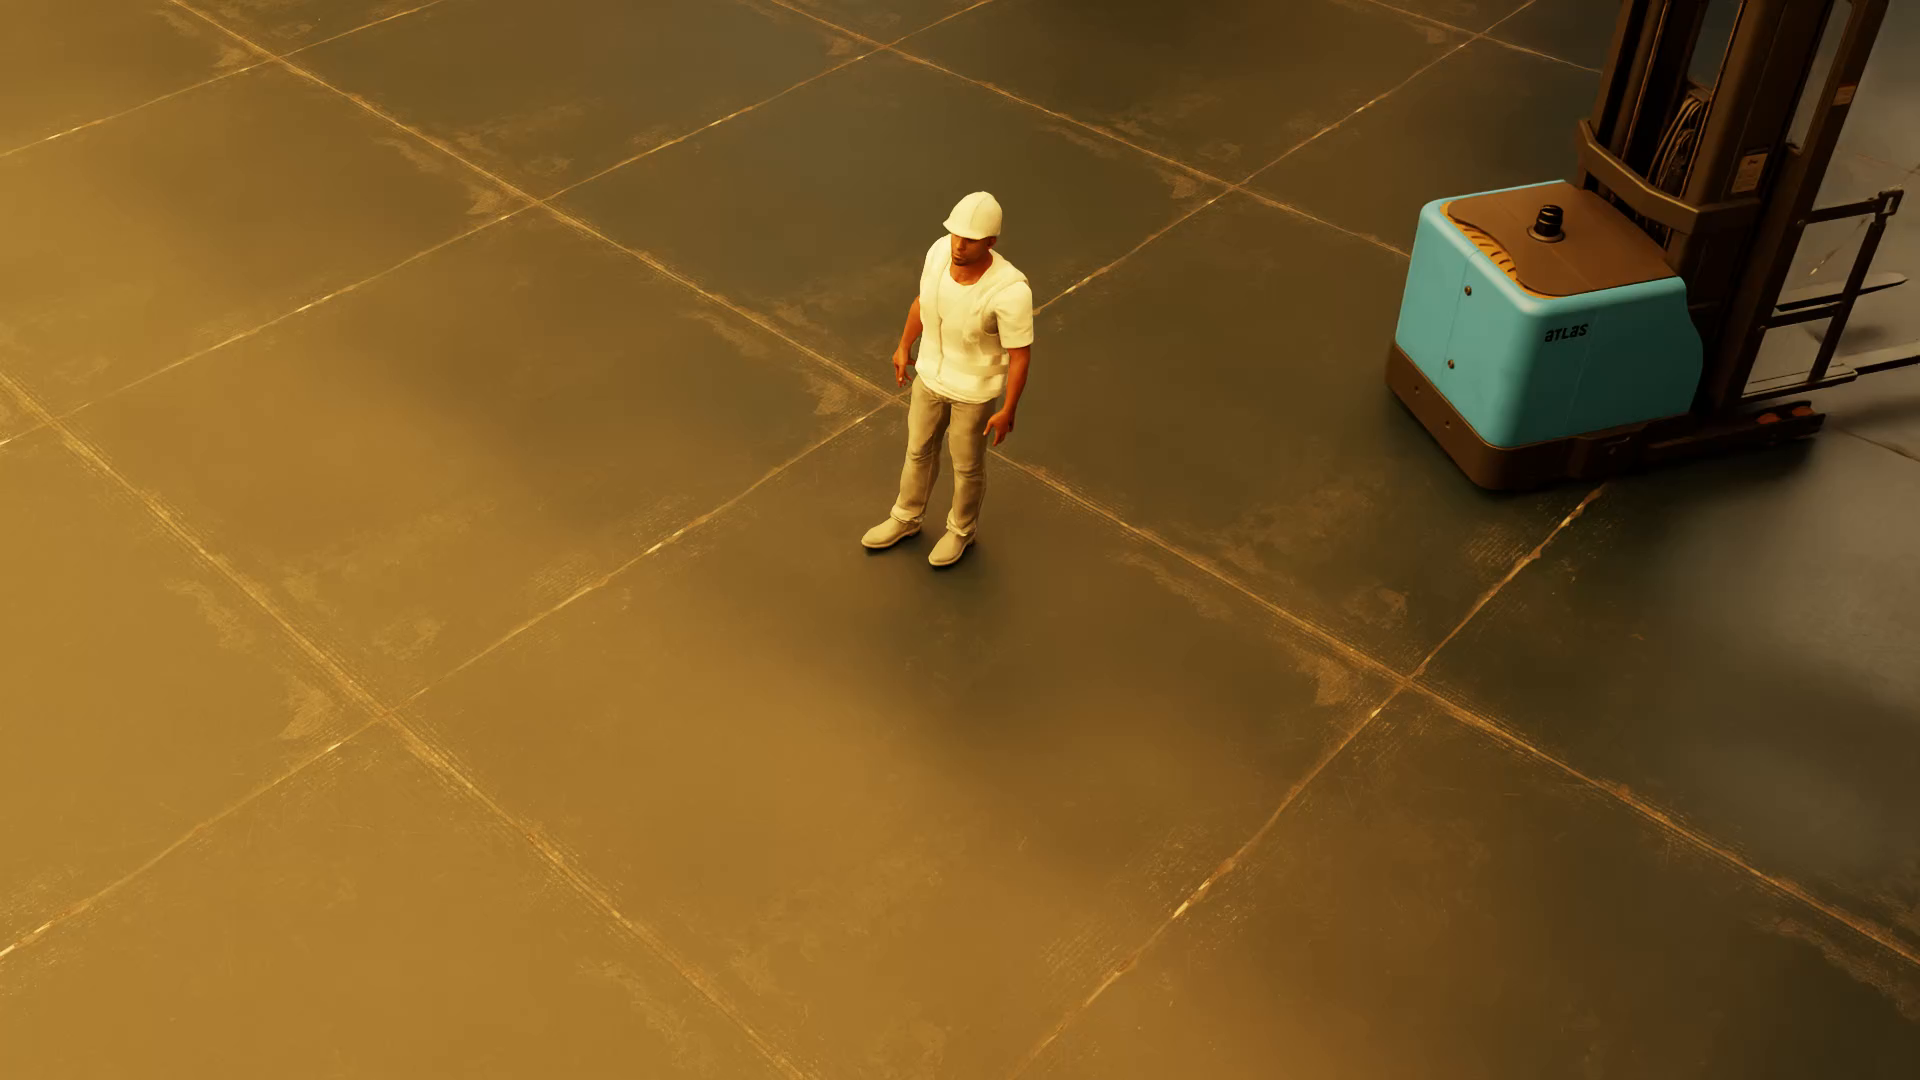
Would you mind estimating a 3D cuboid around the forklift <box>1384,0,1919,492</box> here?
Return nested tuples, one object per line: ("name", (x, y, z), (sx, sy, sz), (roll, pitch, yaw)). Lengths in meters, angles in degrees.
("forklift", (3.752, -1.892, 7.633), (3.031, 2.935, 1.130), (-11, 42, -13))

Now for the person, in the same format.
("person", (-0.052, -0.645, 7.063), (0.665, 1.768, 0.575), (31, 49, 31))
